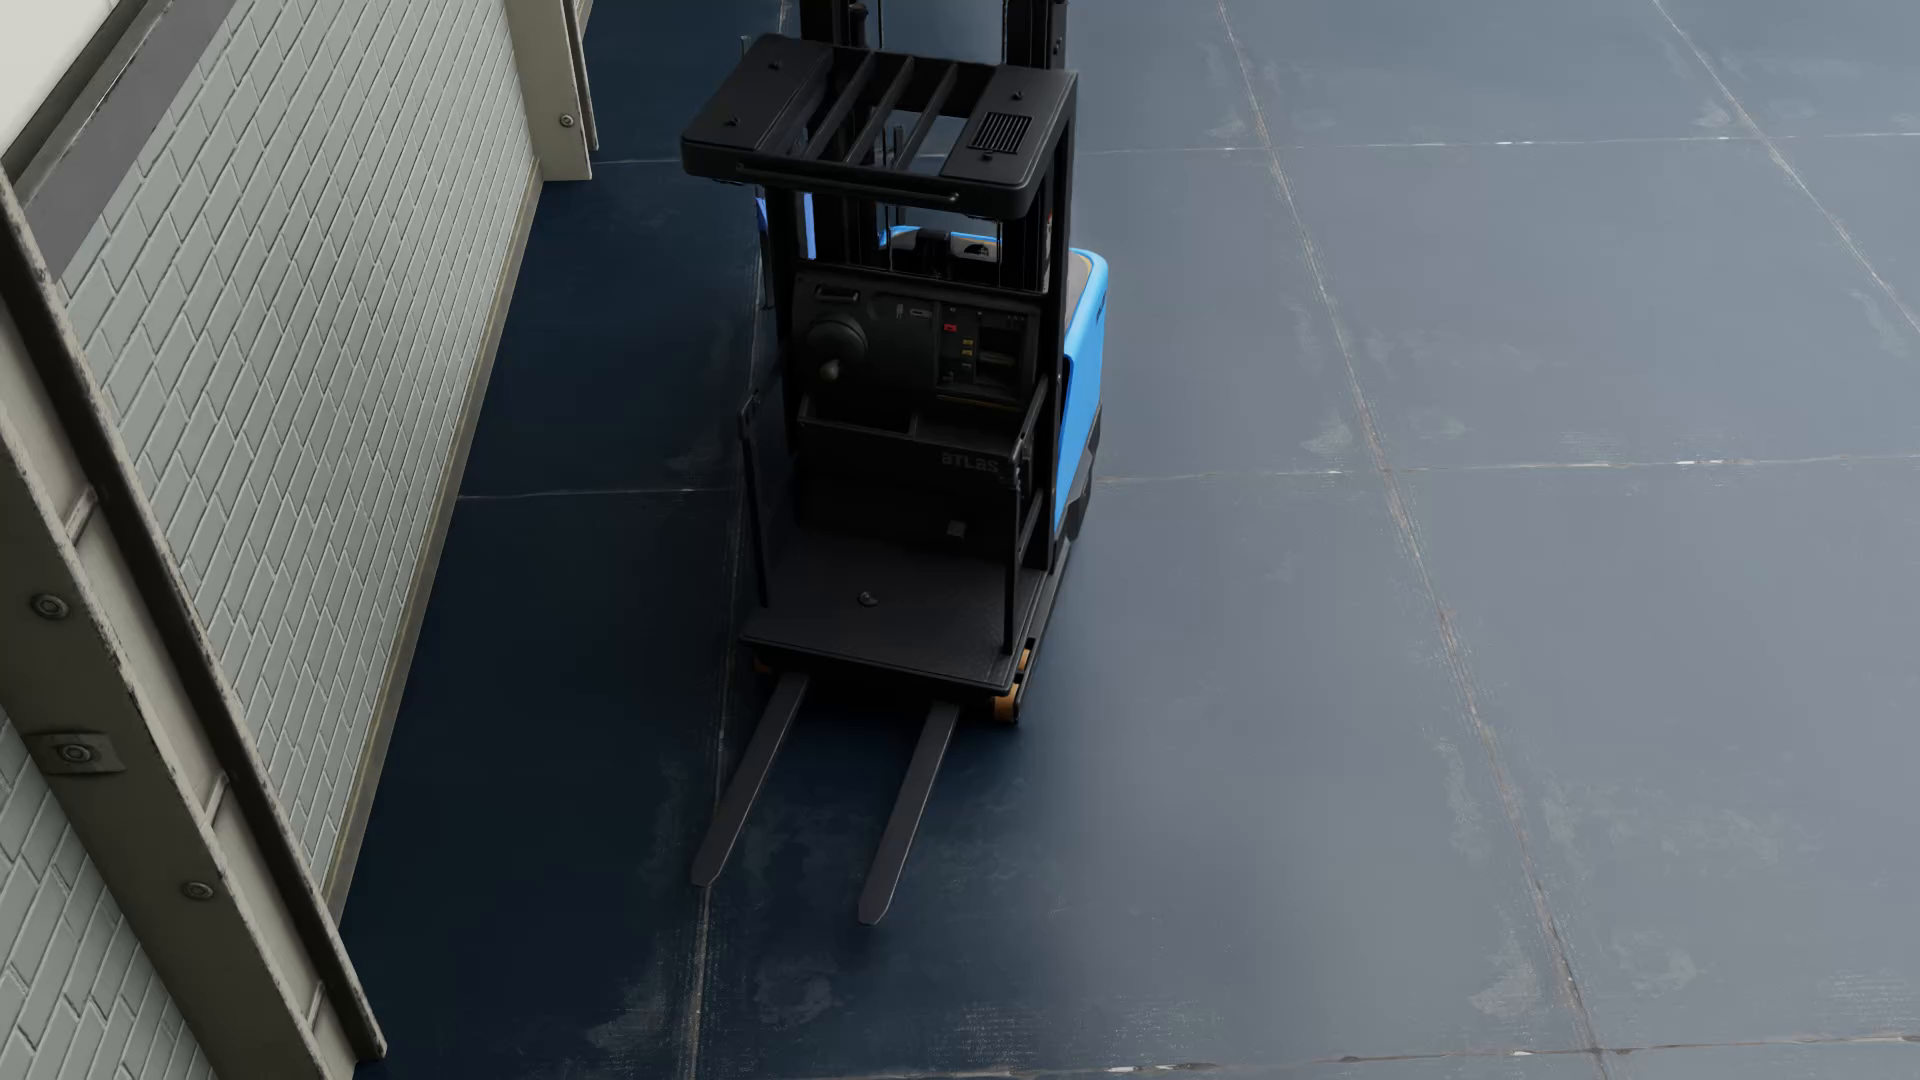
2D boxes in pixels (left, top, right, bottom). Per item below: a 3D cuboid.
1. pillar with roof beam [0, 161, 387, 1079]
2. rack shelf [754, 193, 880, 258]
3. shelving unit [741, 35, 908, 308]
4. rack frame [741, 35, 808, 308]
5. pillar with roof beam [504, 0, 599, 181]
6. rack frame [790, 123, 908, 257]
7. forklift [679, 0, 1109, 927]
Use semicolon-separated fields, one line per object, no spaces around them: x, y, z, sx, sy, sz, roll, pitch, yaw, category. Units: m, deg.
2.241;-1.619;2.507;9.100;9.000;0.400;-2;43;-2;pillar with roof beam
-0.627;-1.369;8.050;0.538;0.185;1.000;-12;44;-13;rack shelf
-0.627;-1.502;7.928;0.538;1.500;1.048;-12;44;-13;shelving unit
-0.778;-1.830;8.286;0.500;1.500;0.032;-12;44;-13;rack frame
1.986;-5.670;6.926;9.100;9.000;0.400;-2;43;-2;pillar with roof beam
-0.477;-1.174;7.570;0.500;1.500;0.032;-12;44;-13;rack frame
-0.220;-0.652;5.942;1.130;2.935;3.031;10;43;11;forklift
